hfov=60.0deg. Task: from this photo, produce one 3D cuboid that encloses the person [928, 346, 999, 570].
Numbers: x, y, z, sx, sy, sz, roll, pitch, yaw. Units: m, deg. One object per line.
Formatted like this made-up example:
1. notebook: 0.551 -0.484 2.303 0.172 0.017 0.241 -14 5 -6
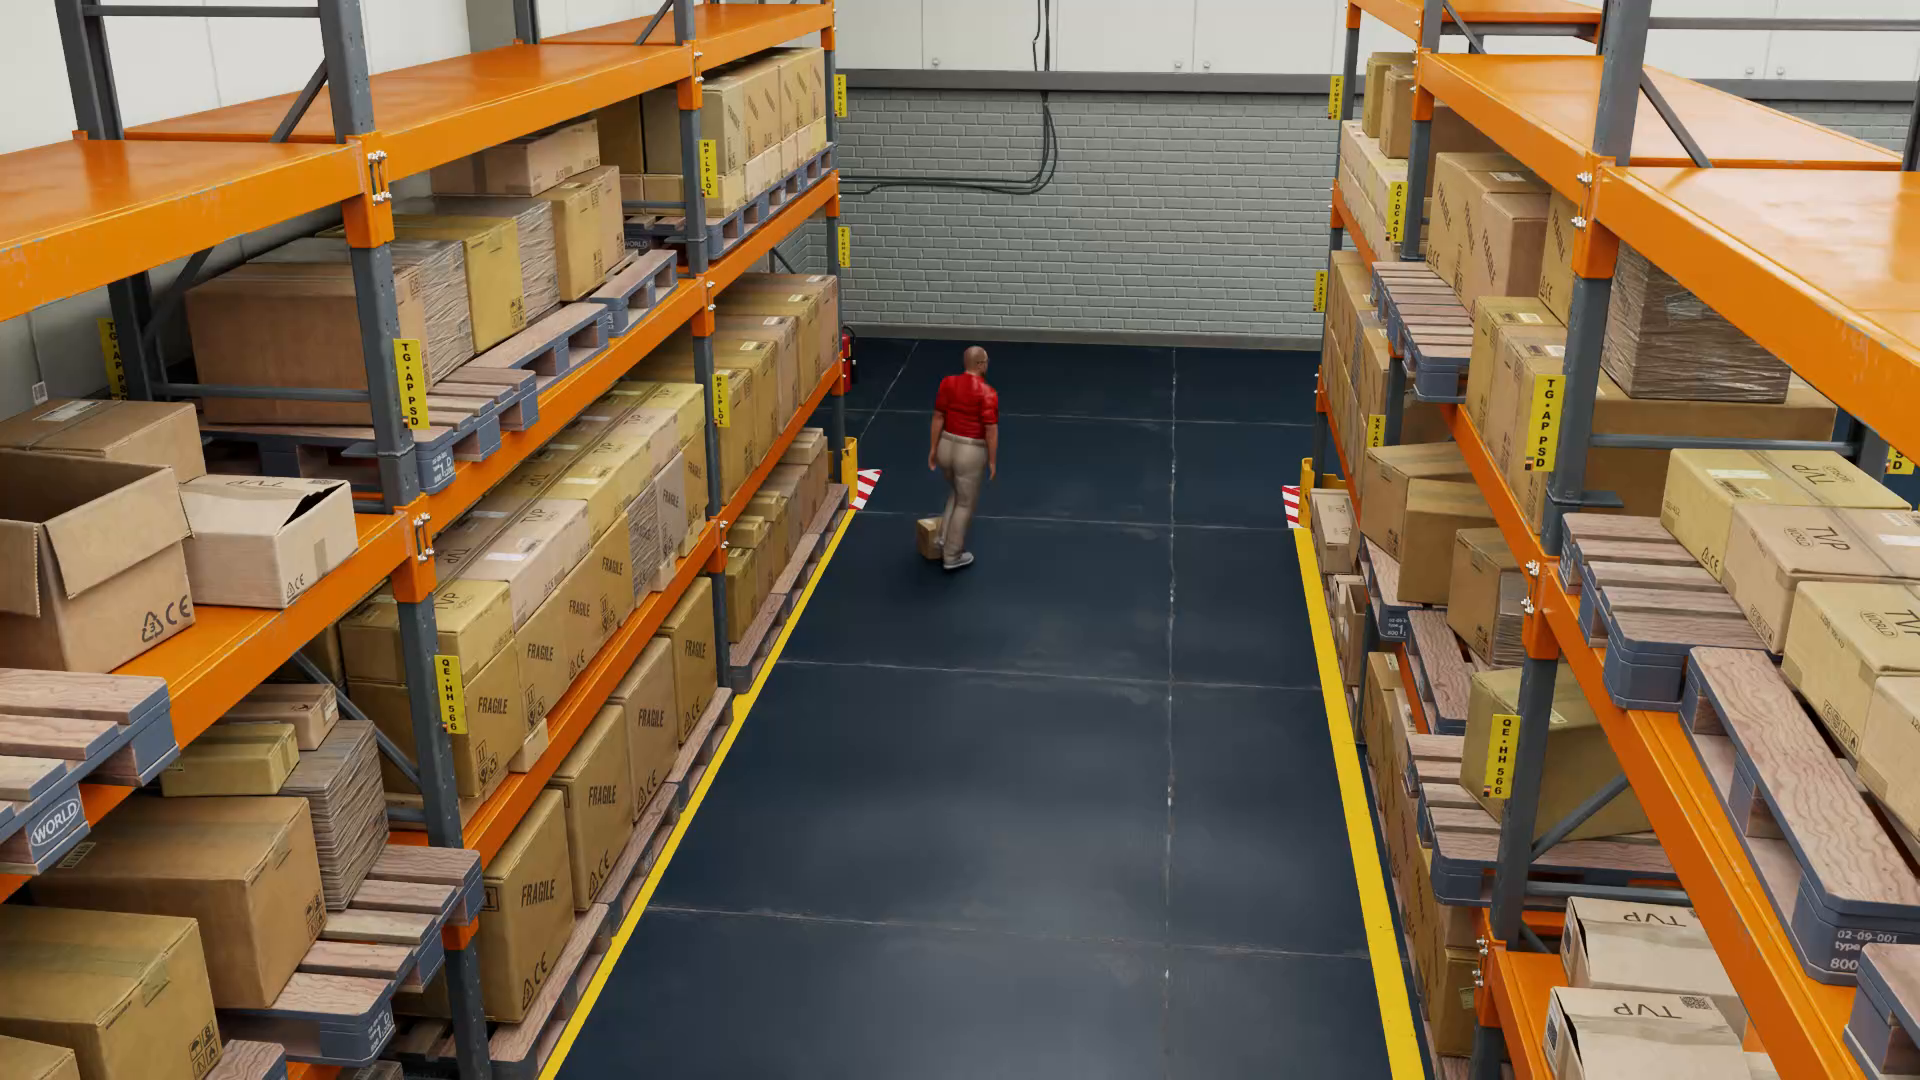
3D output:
1. person: 0.042 -0.632 12.710 0.565 1.714 0.520 17 27 37
